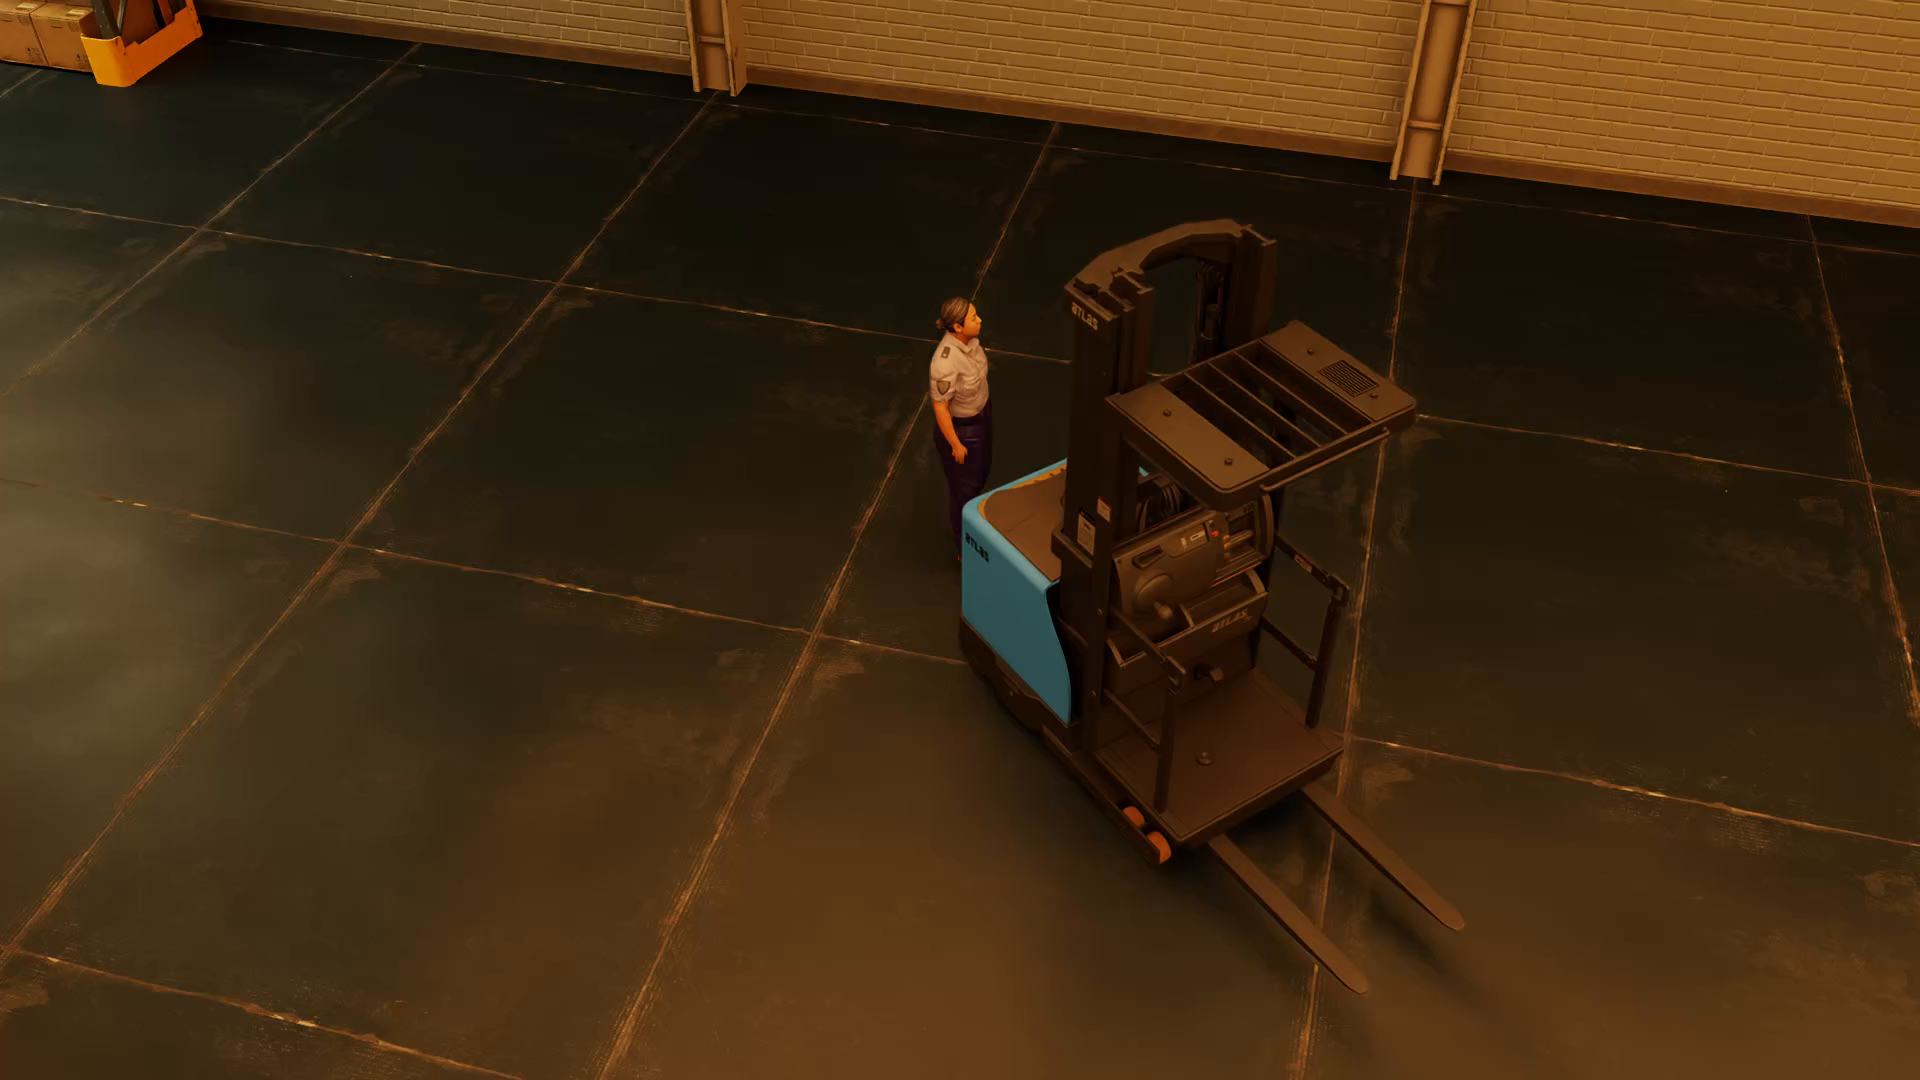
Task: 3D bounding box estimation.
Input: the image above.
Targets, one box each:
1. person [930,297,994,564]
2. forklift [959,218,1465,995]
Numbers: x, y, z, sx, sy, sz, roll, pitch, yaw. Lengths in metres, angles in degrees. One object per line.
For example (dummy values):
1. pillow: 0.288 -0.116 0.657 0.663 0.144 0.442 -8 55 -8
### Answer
1. person: 0.101 -0.628 9.495 0.498 1.650 0.623 11 42 12
2. forklift: 1.228 0.145 7.696 1.130 2.935 3.031 -24 47 -25
